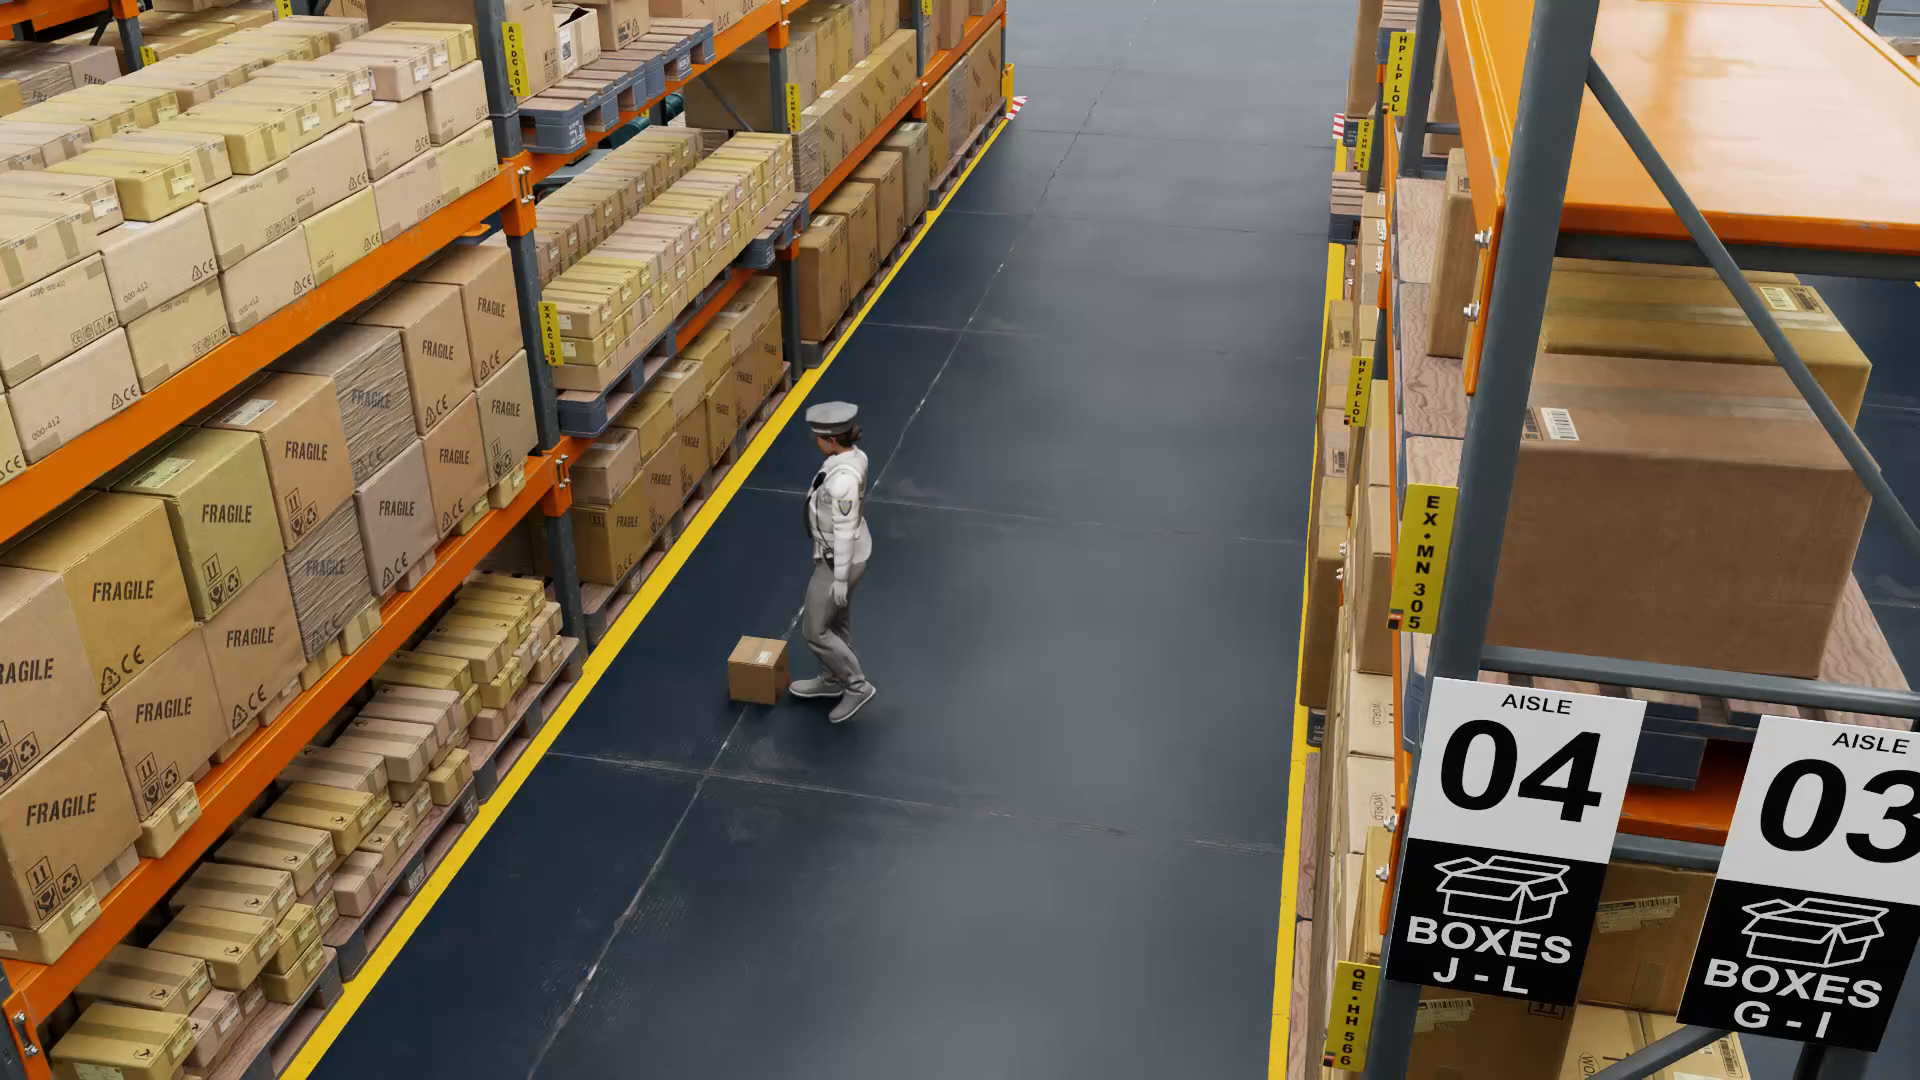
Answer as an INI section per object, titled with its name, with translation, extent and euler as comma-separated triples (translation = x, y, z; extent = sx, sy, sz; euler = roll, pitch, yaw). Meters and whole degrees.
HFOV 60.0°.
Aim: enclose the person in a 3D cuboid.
[person]
translation = -0.662, 0.106, 8.376
extent = 0.484, 1.666, 0.516
euler = 2, 29, 3
